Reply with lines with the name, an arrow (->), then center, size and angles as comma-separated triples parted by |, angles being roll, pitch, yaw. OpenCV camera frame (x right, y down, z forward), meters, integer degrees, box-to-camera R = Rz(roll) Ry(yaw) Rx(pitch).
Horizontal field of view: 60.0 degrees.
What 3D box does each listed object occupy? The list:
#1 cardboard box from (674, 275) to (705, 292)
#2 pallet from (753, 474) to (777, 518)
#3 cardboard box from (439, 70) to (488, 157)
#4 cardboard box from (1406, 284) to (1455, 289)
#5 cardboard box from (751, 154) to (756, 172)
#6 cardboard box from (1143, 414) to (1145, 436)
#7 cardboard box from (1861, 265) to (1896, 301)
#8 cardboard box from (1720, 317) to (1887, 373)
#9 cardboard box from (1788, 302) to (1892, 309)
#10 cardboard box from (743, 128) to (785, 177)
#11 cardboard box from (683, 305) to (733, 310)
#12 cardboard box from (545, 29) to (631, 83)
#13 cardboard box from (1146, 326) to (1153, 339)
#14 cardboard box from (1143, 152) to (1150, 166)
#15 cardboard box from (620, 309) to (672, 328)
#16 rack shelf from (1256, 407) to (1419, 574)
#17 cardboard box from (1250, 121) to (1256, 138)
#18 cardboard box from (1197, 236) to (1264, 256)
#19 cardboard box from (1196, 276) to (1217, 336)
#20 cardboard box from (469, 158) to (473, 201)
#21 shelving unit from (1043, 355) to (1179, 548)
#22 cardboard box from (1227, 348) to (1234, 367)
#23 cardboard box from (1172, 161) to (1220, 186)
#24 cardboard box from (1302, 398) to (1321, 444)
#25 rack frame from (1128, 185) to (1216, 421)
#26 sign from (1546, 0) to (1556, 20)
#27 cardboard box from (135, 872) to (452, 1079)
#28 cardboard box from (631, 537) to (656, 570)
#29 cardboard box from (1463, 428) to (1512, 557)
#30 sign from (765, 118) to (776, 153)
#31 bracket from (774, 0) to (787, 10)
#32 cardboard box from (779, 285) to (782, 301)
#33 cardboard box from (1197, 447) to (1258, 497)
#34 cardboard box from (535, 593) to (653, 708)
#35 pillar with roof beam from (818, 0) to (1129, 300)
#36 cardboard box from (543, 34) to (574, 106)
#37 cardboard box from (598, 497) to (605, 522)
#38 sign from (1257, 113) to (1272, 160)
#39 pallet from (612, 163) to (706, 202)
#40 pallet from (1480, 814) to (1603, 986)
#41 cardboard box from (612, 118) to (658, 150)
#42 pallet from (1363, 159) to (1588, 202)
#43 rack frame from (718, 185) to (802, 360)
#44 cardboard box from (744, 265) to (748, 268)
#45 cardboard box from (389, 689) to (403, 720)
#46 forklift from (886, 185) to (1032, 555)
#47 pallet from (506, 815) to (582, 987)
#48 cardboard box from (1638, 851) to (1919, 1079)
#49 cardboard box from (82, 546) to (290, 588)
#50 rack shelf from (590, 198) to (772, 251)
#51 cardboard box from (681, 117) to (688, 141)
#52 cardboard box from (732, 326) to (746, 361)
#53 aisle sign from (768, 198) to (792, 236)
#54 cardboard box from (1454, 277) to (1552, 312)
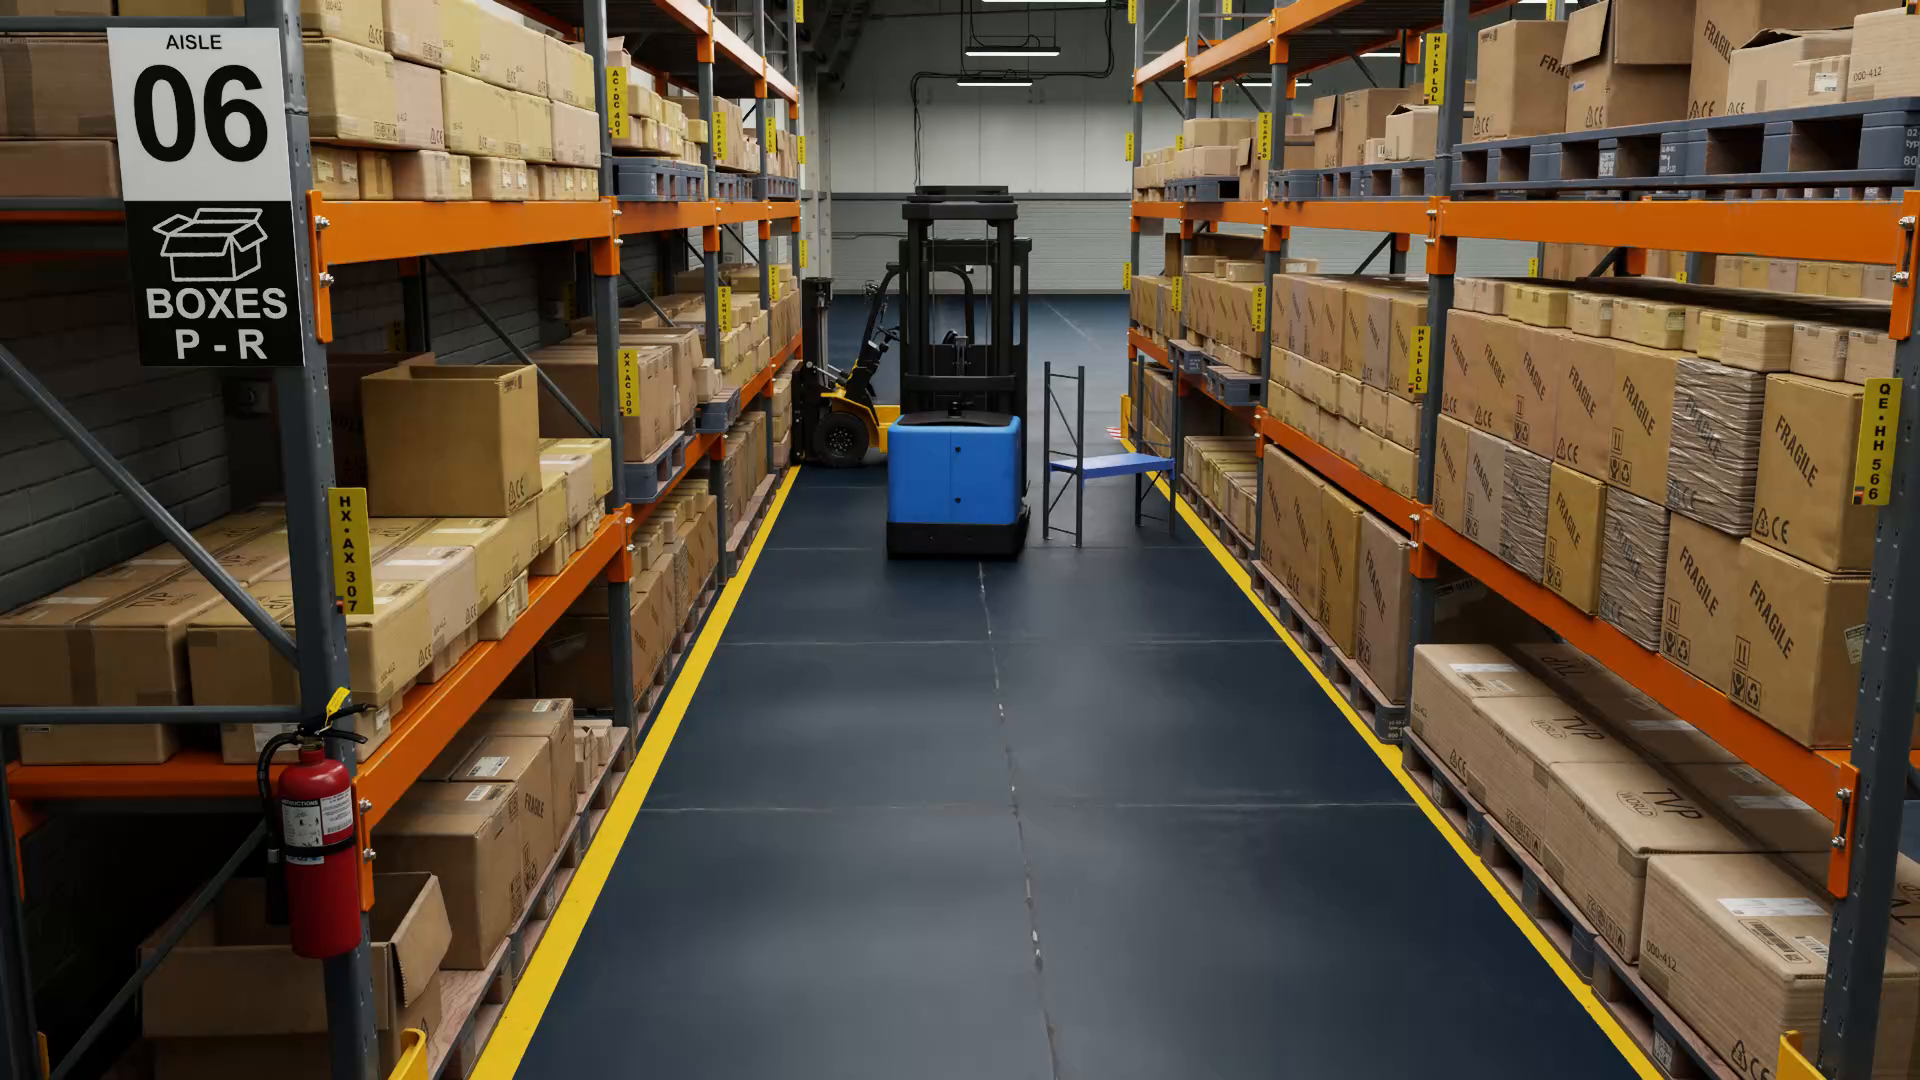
cardboard box -> -2.637, -2.504, 16.227 | 0.380, 0.149, 0.250 | 0, 11, -1
pallet -> -2.274, -0.416, 15.580 | 1.003, 0.211, 1.213 | 0, 11, -1
cardboard box -> -1.845, -1.378, 5.393 | 0.500, 0.250, 0.500 | -1, 11, -3
cardboard box -> 3.015, -1.291, 10.113 | 0.500, 0.500, 0.500 | 0, 11, -2
cardboard box -> -2.002, -3.314, 14.628 | 0.380, 0.149, 0.250 | 0, 11, -1
cardboard box -> 2.295, -1.341, 18.983 | 0.500, 0.250, 0.500 | 0, 11, 1
cardboard box -> 7.653, -1.924, 13.234 | 0.700, 0.500, 0.500 | 0, 11, -2
cardboard box -> 2.556, -0.594, 5.044 | 0.380, 0.149, 0.250 | 0, 11, -2
cardboard box -> 3.140, -0.752, 5.821 | 0.380, 0.149, 0.250 | 0, 11, -1
cardboard box -> -2.263, -4.092, 17.575 | 0.797, 0.503, 0.637 | 0, 11, 1
cardboard box -> -2.097, -1.873, 13.866 | 0.380, 0.149, 0.250 | 0, 11, -1
cardboard box -> -1.820, -2.351, 8.092 | 0.396, 0.266, 0.258 | 0, 11, -2
cardboard box -> 2.294, -2.349, 18.724 | 0.380, 0.149, 0.250 | 0, 11, 0
cardboard box -> 2.250, -4.262, 18.602 | 0.380, 0.149, 0.250 | 0, 11, -1
cardboard box -> -2.519, -1.769, 13.351 | 0.380, 0.149, 0.250 | 0, 11, -1
rack shelf -> 2.758, -0.405, 10.321 | 1.077, 0.370, 4.000 | 0, 11, -1
cardboard box -> 2.774, -3.683, 15.188 | 0.500, 0.250, 0.500 | 0, 11, 0
cardboard box -> 2.870, -2.925, 17.418 | 0.700, 0.500, 0.500 | 0, 11, -2
cardboard box -> 2.365, -2.059, 14.606 | 0.500, 0.500, 0.500 | 0, 11, -1
cardboard box -> -1.856, -1.209, 5.562 | 0.380, 0.149, 0.250 | 0, 11, -2
shelving unit -> 1.277, -0.770, 14.080 | 1.048, 1.500, 0.538 | -8, 14, -33
cardboard box -> 2.350, -1.455, 13.263 | 0.380, 0.149, 0.250 | -1, 11, -4
cardboard box -> 2.356, -3.580, 16.244 | 0.500, 0.250, 0.500 | 0, 11, -2
cardboard box -> 2.509, -0.777, 10.722 | 0.500, 0.250, 0.500 | 0, 11, 1
rack frame -> 2.552, -2.745, 20.048 | 1.000, 3.000, 0.127 | 0, 11, -1
sign -> 6.944, -6.260, 19.537 | 0.100, 0.325, 0.005 | 0, 11, -1
cardboard box -> -1.998, 1.352, 5.074 | 0.797, 0.503, 0.637 | -1, 11, -3
cardboard box -> -1.991, 0.080, 9.720 | 0.380, 0.149, 0.250 | 0, 11, -1
cardboard box -> 2.554, -0.215, 7.322 | 0.500, 0.500, 0.500 | 0, 11, -1
sign -> -1.786, -3.811, 15.664 | 0.100, 0.325, 0.005 | 0, 11, -1
bracket -> -3.182, -9.591, 29.647 | 0.235, 0.232, 0.430 | 0, 11, -1
cardboard box -> -2.047, -2.565, 17.276 | 0.380, 0.149, 0.250 | 0, 11, -2
cardboard box -> 2.666, -0.621, 15.130 | 0.950, 0.372, 0.625 | 0, 11, 2
cardboard box -> -1.948, 0.583, 8.871 | 0.500, 0.500, 0.500 | 0, 11, 1
pillar with roof beam -> 0.387, -11.503, 48.128 | 9.100, 9.000, 0.548 | 0, 11, -1
cardboard box -> -1.893, -1.926, 6.836 | 0.500, 0.250, 0.500 | 0, 11, -2
cardboard box -> -1.904, -0.153, 7.903 | 0.380, 0.149, 0.250 | 0, 11, 0
sign -> 2.174, -2.877, 11.850 | 0.100, 0.325, 0.005 | 0, 11, -1
pallet -> -2.131, -2.053, 9.562 | 1.213, 0.211, 1.003 | 0, 11, -1
pallet -> 2.765, 1.401, 6.622 | 1.003, 0.211, 1.213 | 0, 11, -1
cardboard box -> -1.742, -2.053, 8.416 | 0.380, 0.149, 0.250 | 0, 11, -1
pallet -> 2.731, -1.918, 8.908 | 0.805, 0.209, 1.217 | -1, 11, -3
rack frame -> -2.411, -2.724, 19.943 | 1.000, 3.000, 0.127 | 0, 11, -1
cardboard box -> -2.626, -3.065, 18.990 | 0.380, 0.149, 0.250 | 0, 11, 0
cardboard box -> -1.864, 0.462, 4.867 | 0.380, 0.149, 0.250 | 0, 11, 0
forklift -> 0.052, -1.560, 14.379 | 1.130, 2.935, 3.031 | 1, 12, 5
pallet -> -2.122, 1.407, 6.592 | 1.003, 0.211, 1.213 | 0, 11, -1
cardboard box -> 2.769, 1.354, 5.228 | 0.875, 0.438, 0.875 | -1, 11, -3
cardboard box -> -2.365, 0.191, 5.202 | 0.500, 0.250, 0.500 | 0, 11, -1
rack shelf -> -2.287, -2.649, 13.838 | 1.077, 0.370, 4.000 | 0, 11, -1
cardboard box -> -1.987, -2.699, 10.902 | 0.380, 0.149, 0.250 | -1, 11, -3
cardboard box -> -2.012, -1.598, 13.514 | 0.500, 0.250, 0.500 | -1, 11, -3
aisle sign -> -2.119, -4.013, 19.755 | 0.394, 0.787, 0.004 | 0, 11, -1
cardboard box -> 2.547, -1.153, 7.801 | 0.380, 0.149, 0.250 | 0, 11, -2
